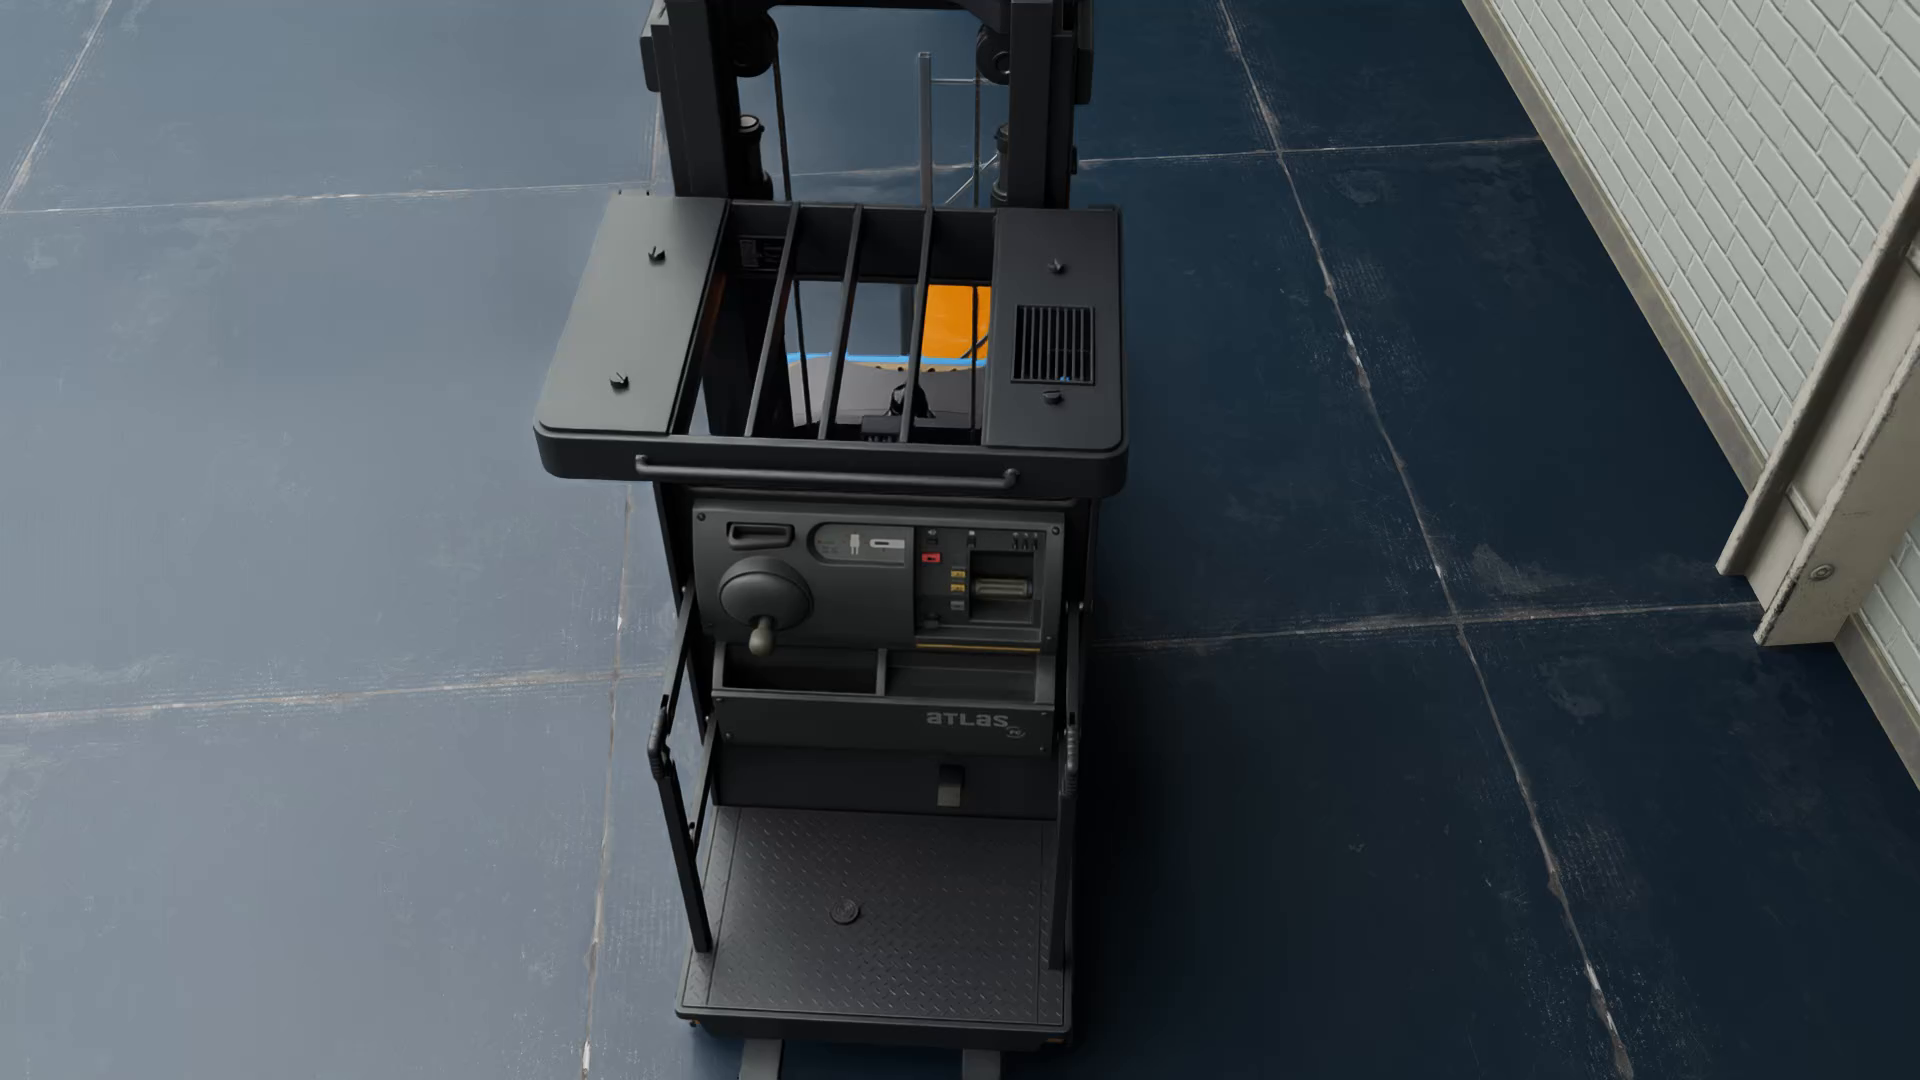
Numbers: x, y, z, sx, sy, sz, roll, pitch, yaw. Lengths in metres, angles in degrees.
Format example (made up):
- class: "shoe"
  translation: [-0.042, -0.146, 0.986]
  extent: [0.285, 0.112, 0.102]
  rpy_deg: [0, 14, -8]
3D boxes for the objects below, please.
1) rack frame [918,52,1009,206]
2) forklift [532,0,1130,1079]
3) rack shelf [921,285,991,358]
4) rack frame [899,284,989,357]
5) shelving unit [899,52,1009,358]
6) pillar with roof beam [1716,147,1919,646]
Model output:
- class: "rack frame"
  translation: [0.105, -1.165, 6.321]
  extent: [0.500, 1.500, 0.032]
  rpy_deg: [2, 47, 2]
- class: "forklift"
  translation: [-0.215, 0.204, 4.038]
  extent: [1.130, 2.935, 3.031]
  rpy_deg: [2, 47, 2]
- class: "rack shelf"
  translation: [0.081, -0.673, 6.102]
  extent: [0.538, 0.185, 1.000]
  rpy_deg: [2, 47, 2]
- class: "rack frame"
  translation: [0.058, -0.428, 5.622]
  extent: [0.500, 1.500, 0.032]
  rpy_deg: [2, 47, 2]
- class: "shelving unit"
  translation: [0.081, -0.790, 5.965]
  extent: [0.587, 1.500, 1.083]
  rpy_deg: [2, 47, 2]
- class: "pillar with roof beam"
  translation: [-1.321, -2.610, 2.524]
  extent: [9.100, 9.000, 0.400]
  rpy_deg: [-3, 47, -3]
